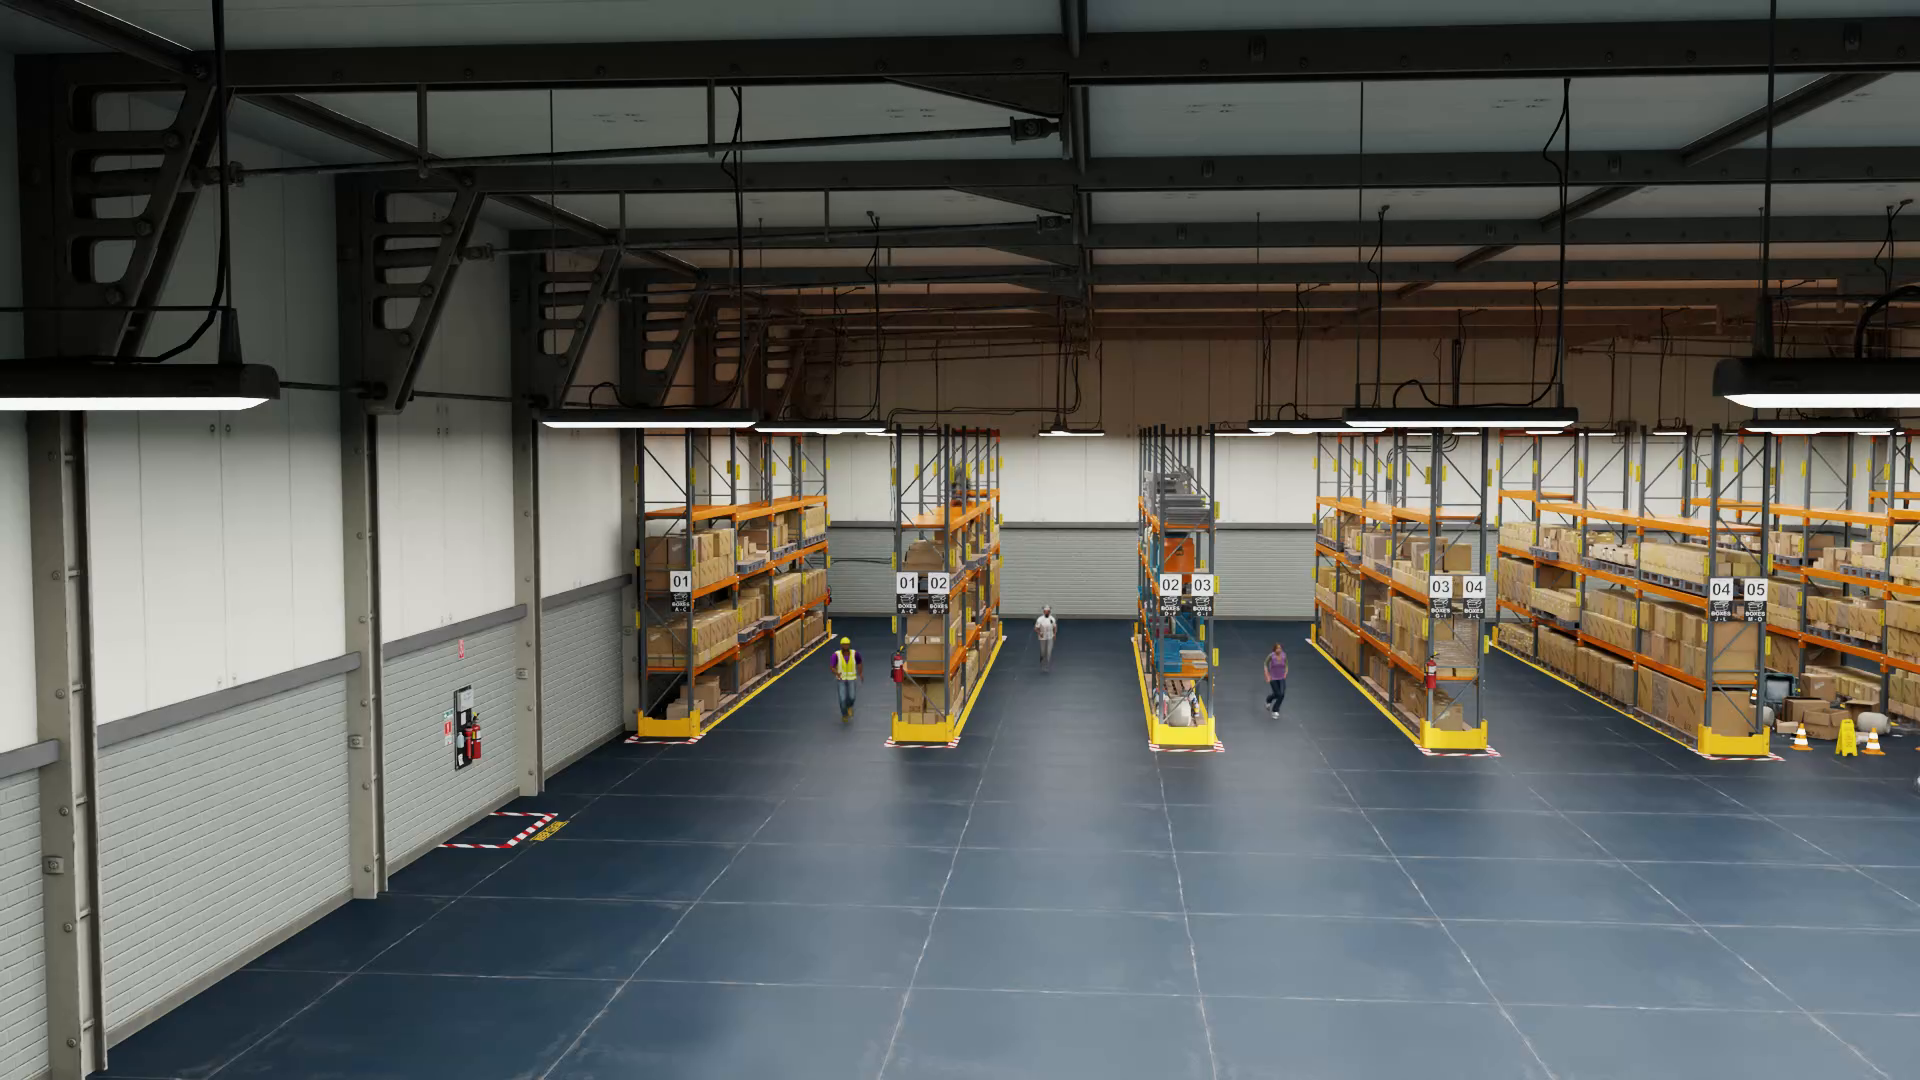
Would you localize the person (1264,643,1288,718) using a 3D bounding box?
[{"bbox_3d":[6.527,2.875,34.288,0.493,1.543,0.539,-1,4,-13],"label":"person"}]

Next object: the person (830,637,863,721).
[{"bbox_3d":[-2.282,2.817,33.547,0.688,1.714,0.639,-1,4,-10],"label":"person"}]

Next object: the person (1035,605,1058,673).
[{"bbox_3d":[2.125,2.416,40.785,0.563,1.650,0.589,0,3,-5],"label":"person"}]
